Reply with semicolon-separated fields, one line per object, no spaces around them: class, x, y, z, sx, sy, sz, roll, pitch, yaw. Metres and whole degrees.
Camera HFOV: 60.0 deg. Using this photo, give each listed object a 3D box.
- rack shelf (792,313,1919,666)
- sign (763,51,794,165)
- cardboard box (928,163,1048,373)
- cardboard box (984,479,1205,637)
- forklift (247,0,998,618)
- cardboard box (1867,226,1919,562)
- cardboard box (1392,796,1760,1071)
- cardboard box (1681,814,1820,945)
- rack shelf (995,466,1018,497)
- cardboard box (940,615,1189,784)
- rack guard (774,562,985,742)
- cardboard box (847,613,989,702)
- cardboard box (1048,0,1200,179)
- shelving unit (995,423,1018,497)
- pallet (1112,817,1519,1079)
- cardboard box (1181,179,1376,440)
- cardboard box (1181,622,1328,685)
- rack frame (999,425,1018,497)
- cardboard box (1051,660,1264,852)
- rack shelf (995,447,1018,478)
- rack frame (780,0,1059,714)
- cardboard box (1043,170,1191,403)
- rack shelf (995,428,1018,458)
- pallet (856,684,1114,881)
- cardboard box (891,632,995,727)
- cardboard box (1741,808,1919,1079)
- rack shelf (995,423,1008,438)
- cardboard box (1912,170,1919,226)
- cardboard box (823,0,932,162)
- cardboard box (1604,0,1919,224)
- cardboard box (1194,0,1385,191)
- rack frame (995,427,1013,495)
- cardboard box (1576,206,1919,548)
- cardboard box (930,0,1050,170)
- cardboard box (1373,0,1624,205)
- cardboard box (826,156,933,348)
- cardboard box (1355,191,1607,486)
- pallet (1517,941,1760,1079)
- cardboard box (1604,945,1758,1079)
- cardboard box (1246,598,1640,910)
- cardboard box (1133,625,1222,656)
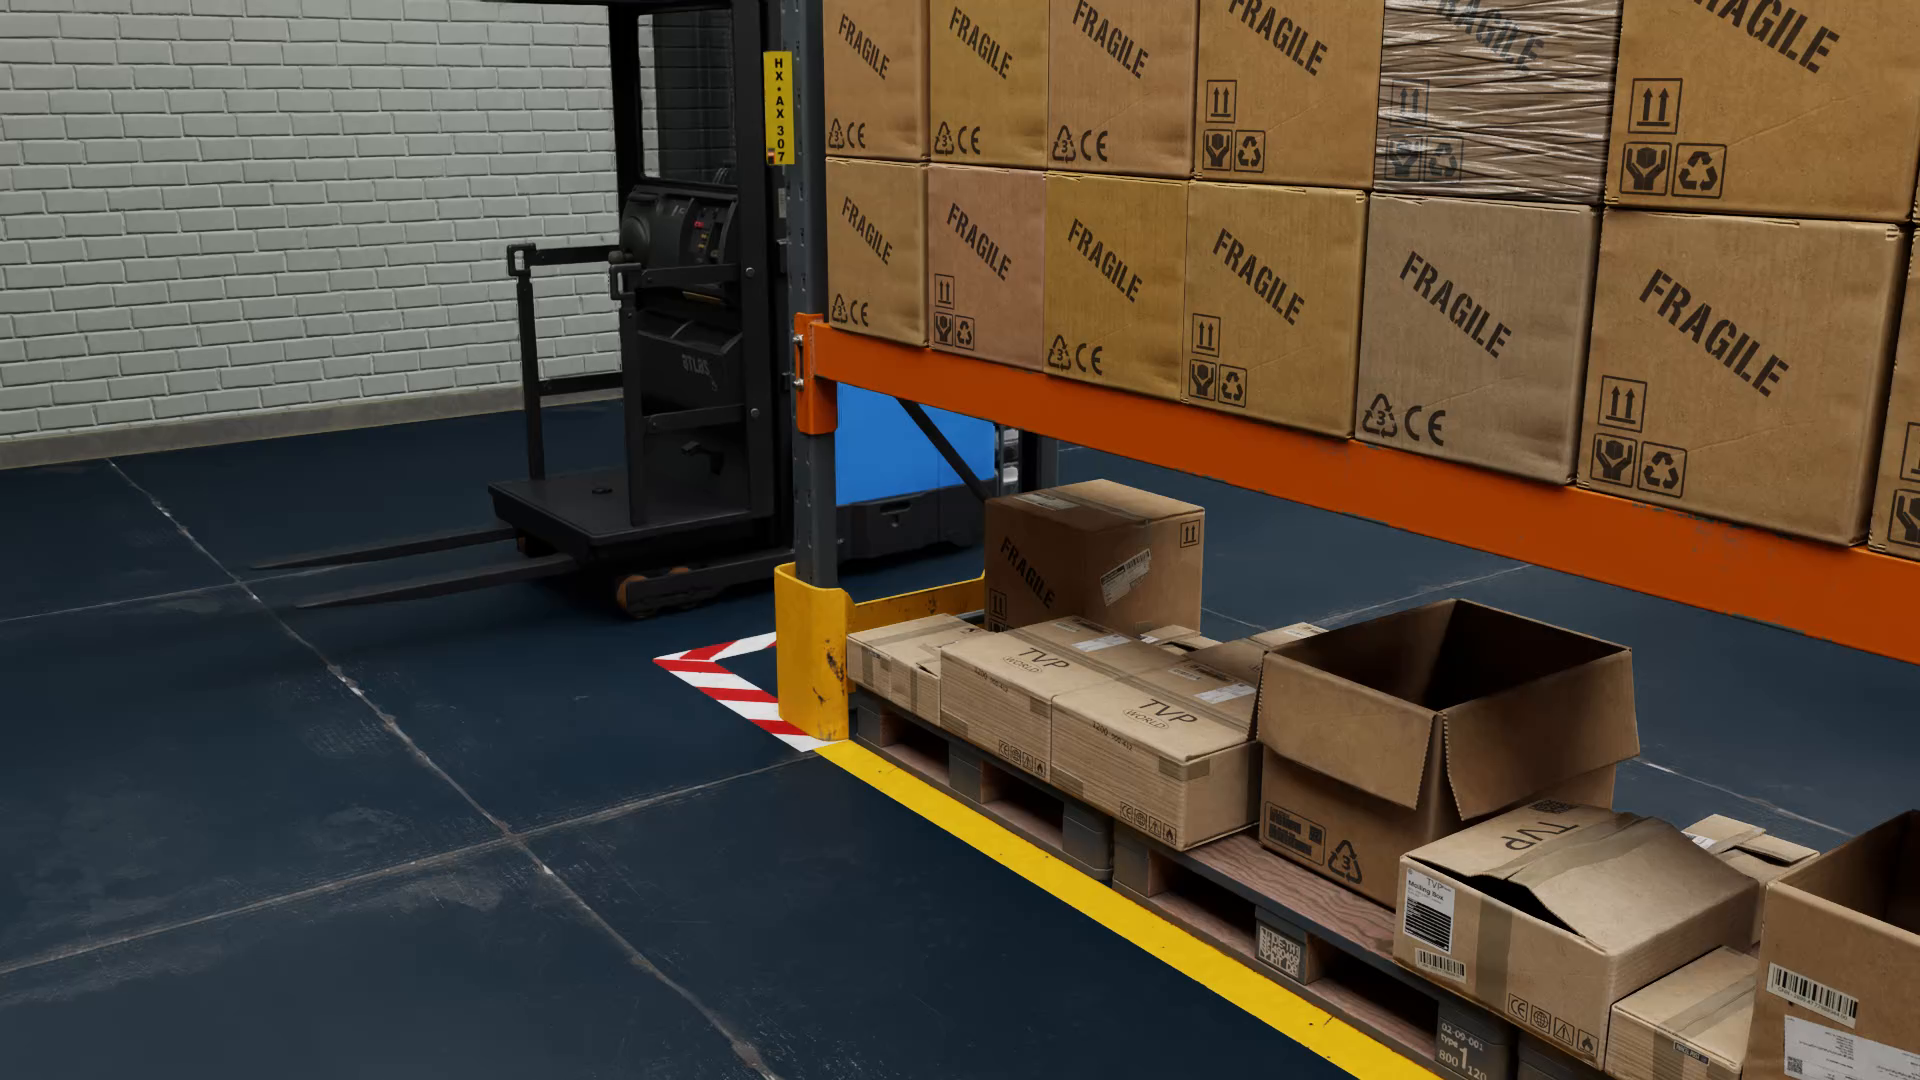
rack shelf;1.082;-0.173;3.888;1.077;0.370;4.000;-11;19;-35
sign;-0.533;-1.280;4.931;0.100;0.325;0.005;-11;19;-35
cardboard box;0.261;-0.750;4.445;0.500;0.500;0.500;-11;19;-35
cardboard box;0.425;0.125;5.341;0.500;0.500;0.500;-11;19;-35
forklift;-1.318;-1.268;6.655;3.031;2.935;1.130;-11;19;-35
cardboard box;1.756;-0.208;2.464;0.500;0.500;0.500;-10;18;-34
cardboard box;1.252;0.754;3.398;0.500;0.311;0.500;-11;19;-35
cardboard box;1.669;0.755;3.668;0.380;0.166;0.250;-11;19;-35
rack shelf;0.212;-0.272;7.675;0.258;0.077;0.200;-11;19;-36
cardboard box;0.290;0.434;4.683;0.500;0.250;0.500;-11;19;-35
rack guard;-0.050;0.275;5.624;1.175;0.500;0.348;-11;19;-35
cardboard box;-0.126;0.359;5.150;0.380;0.149;0.250;-11;19;-35
cardboard box;0.557;-1.124;3.916;0.500;0.500;0.500;-11;19;-34
shelving unit;0.212;-0.478;7.619;0.258;0.900;0.210;-11;19;-36
pallet;1.133;0.845;4.090;1.003;0.211;1.213;-11;19;-35
cardboard box;0.846;-0.535;3.661;0.500;0.500;0.500;-11;19;-34
cardboard box;0.959;0.453;4.616;0.500;0.250;0.500;-11;19;-35
rack frame;0.274;-0.457;7.541;0.240;0.900;0.006;-11;19;-36
cardboard box;0.584;0.541;4.293;0.500;0.250;0.500;-11;19;-35
rack shelf;0.212;-0.359;7.651;0.258;0.077;0.200;-11;19;-36
rack frame;-0.094;-0.947;5.353;1.000;3.000;0.127;-11;19;-35
cardboard box;0.554;-0.642;4.052;0.500;0.500;0.500;-11;19;-35
rack shelf;0.212;-0.446;7.627;0.258;0.077;0.200;-11;19;-36
pallet;0.420;0.585;5.041;1.003;0.211;1.213;-11;19;-35
cardboard box;0.021;0.404;4.953;0.380;0.166;0.250;-11;19;-35
cardboard box;1.693;0.823;2.788;0.500;0.500;0.500;-11;19;-35
rack shelf;0.212;-0.533;7.604;0.258;0.077;0.200;-11;19;-36
cardboard box;1.751;-0.691;2.335;0.500;0.500;0.500;-11;19;-34
cardboard box;-0.047;-1.342;4.713;0.500;0.500;0.500;-10;18;-33
cardboard box;1.447;-0.800;2.733;0.500;0.500;0.500;-11;19;-36
cardboard box;0.856;-1.015;3.520;0.500;0.500;0.500;-11;19;-35
rack frame;0.150;-0.499;7.696;0.240;0.900;0.006;-11;19;-36
cardboard box;1.452;-0.318;2.865;0.500;0.500;0.500;-10;18;-33
cardboard box;0.267;-1.231;4.309;0.500;0.500;0.500;-11;19;-34
cardboard box;1.151;-0.908;3.127;0.500;0.500;0.500;-11;19;-34
cardboard box;-0.047;-0.859;4.845;0.500;0.500;0.500;-10;18;-33
cardboard box;1.148;-0.427;3.265;0.500;0.500;0.500;-10;18;-33
pallet;1.855;1.106;3.137;1.003;0.211;1.213;-11;19;-35
cardboard box;1.424;0.922;3.093;0.380;0.149;0.250;-11;19;-35
cardboard box;1.149;0.499;3.967;0.797;0.503;0.637;-11;19;-35
cardboard box;0.590;0.386;5.018;0.380;0.166;0.250;-11;19;-35
